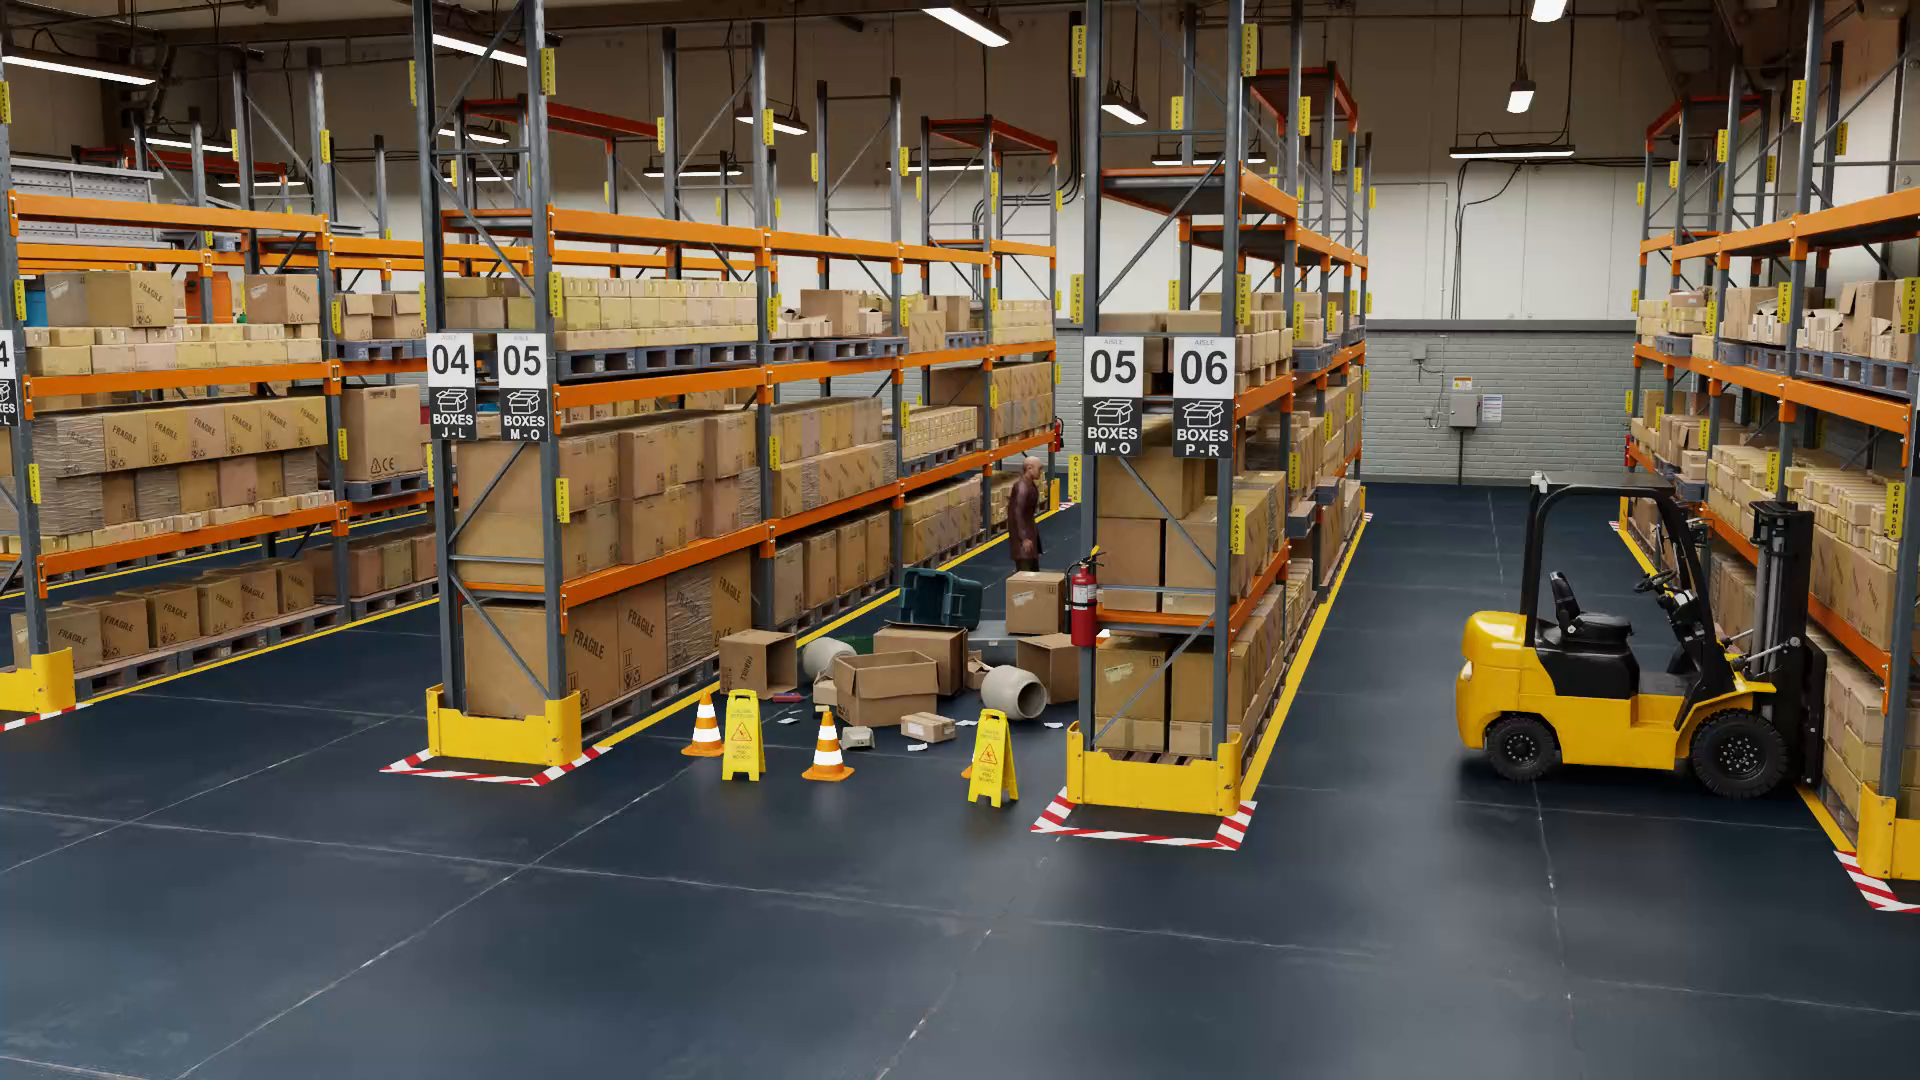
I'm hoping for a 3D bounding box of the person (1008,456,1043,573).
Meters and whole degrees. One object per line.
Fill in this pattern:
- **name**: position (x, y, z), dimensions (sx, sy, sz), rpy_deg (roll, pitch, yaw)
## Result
- **person**: position (0.728, -0.025, 18.054), dimensions (0.417, 1.774, 0.656), rpy_deg (2, 8, 14)
